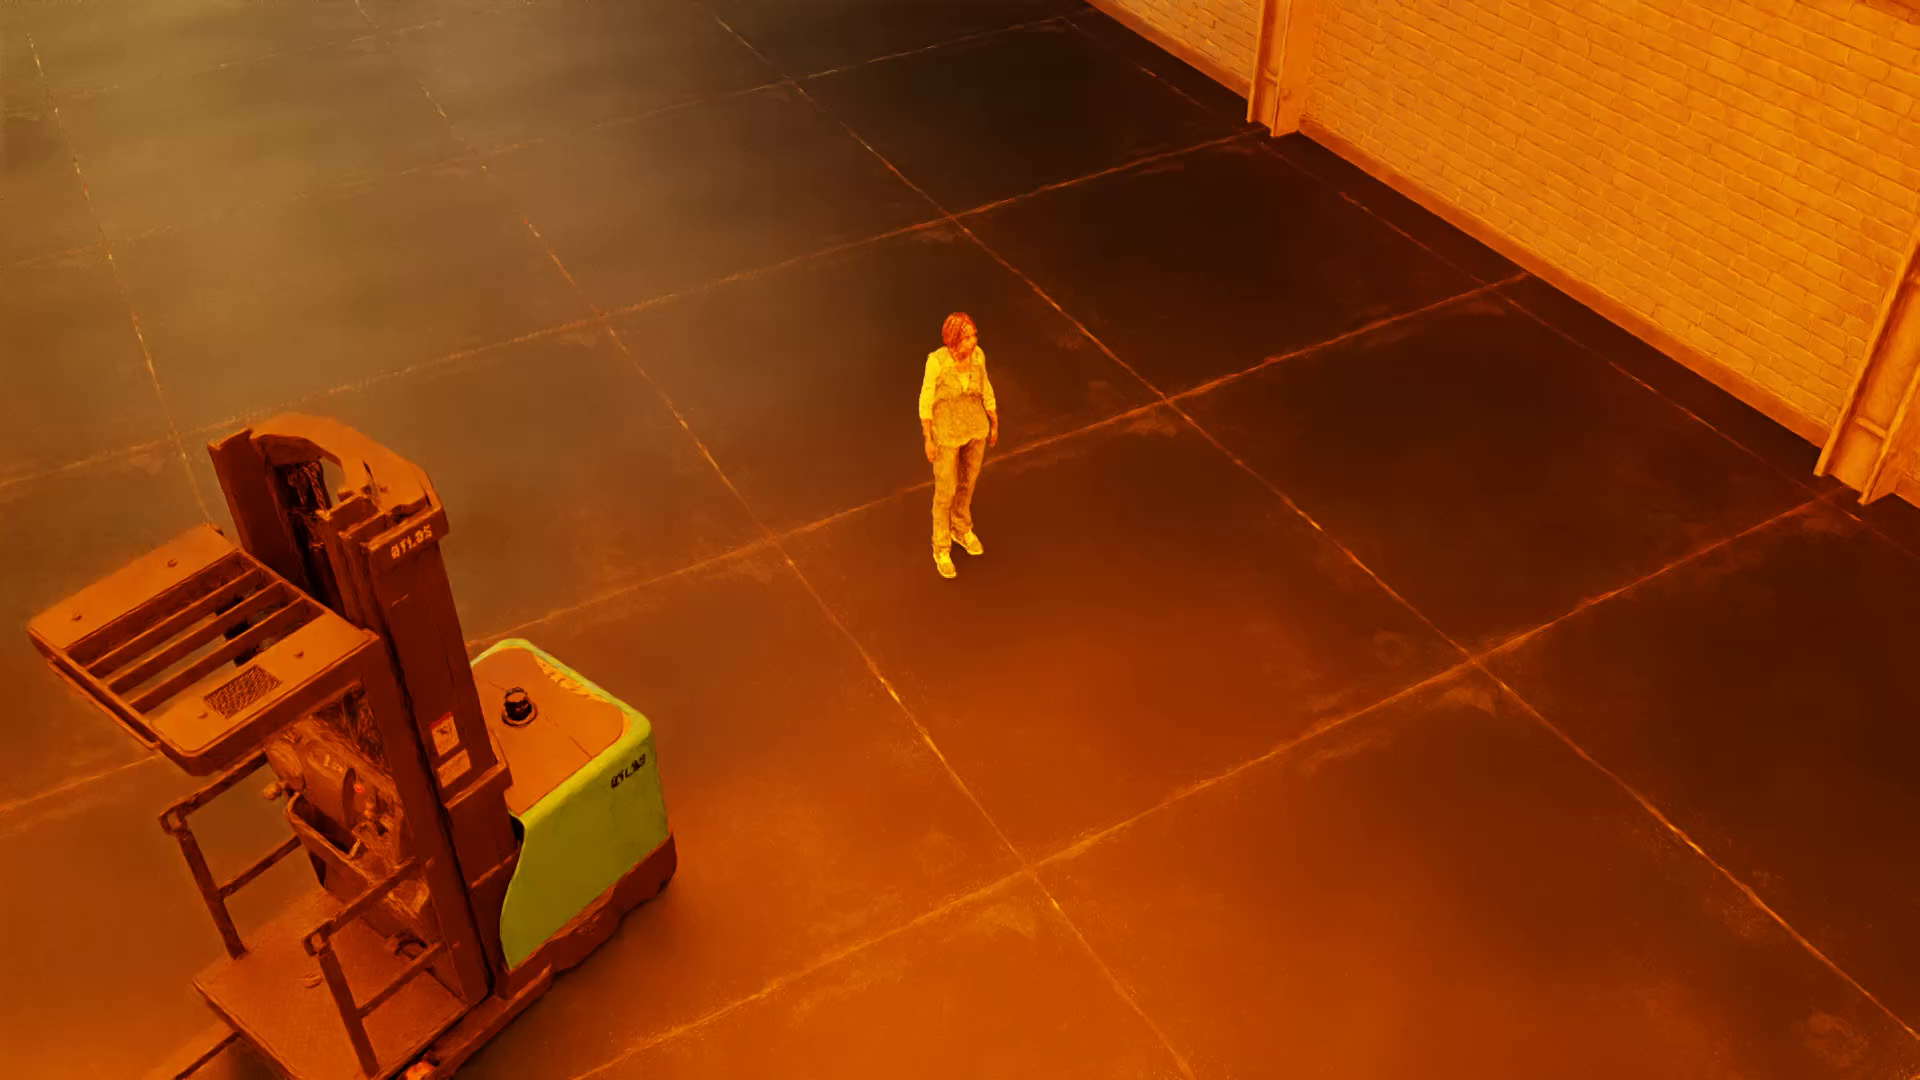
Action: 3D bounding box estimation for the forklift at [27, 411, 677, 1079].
[{"bbox_3d":[-2.712,1.079,6.735,1.130,2.935,3.031,27,47,28],"label":"forklift"}]

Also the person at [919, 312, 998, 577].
[{"bbox_3d":[0.025,-0.575,9.763,0.521,1.597,0.474,-20,44,-23],"label":"person"}]
